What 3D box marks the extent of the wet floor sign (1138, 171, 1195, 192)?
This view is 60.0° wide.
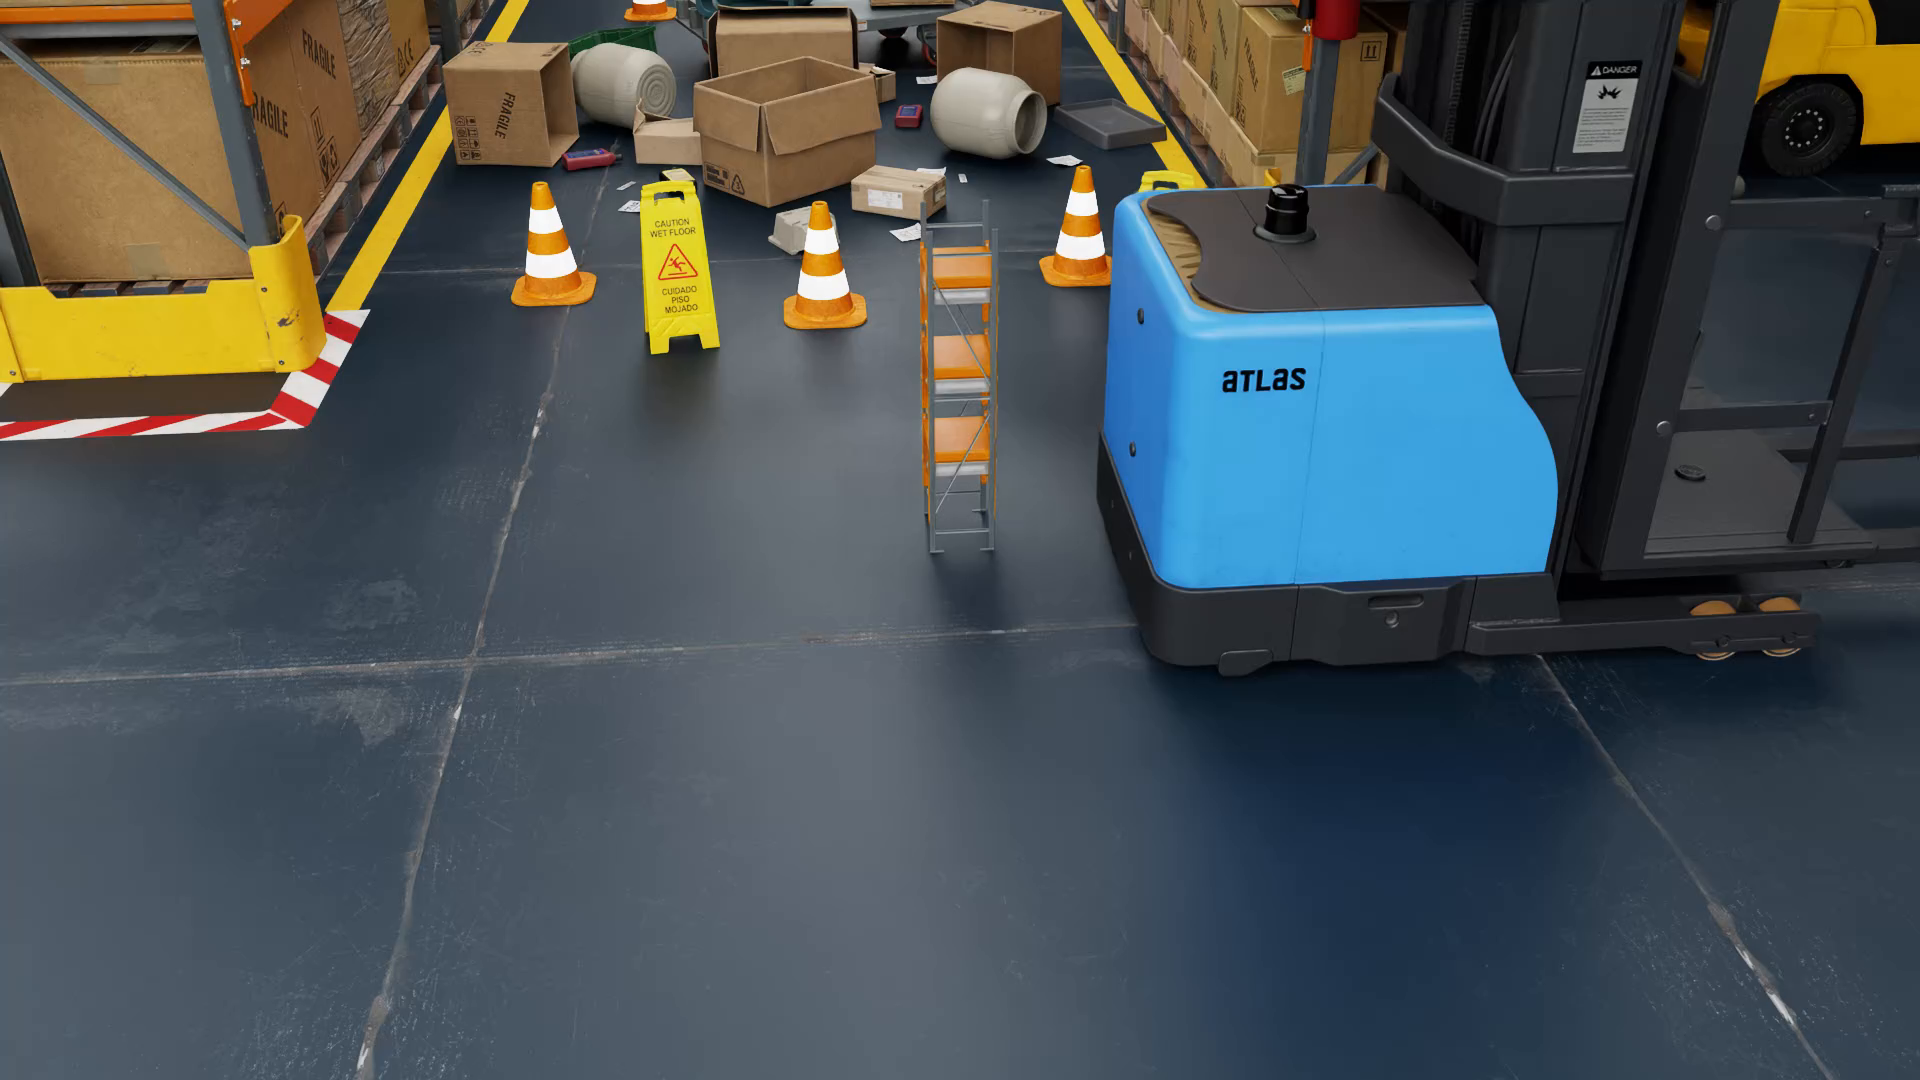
[{"bbox_3d":[0.798,-1.131,6.515,0.267,0.644,0.232,8,32,13],"label":"wet floor sign"}]

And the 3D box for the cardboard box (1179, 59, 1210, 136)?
[{"bbox_3d":[1.407,-2.222,8.316,0.500,0.250,0.500,-4,31,-6],"label":"cardboard box"}]

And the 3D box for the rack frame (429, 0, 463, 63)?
[{"bbox_3d":[-3.447,-4.044,9.095,1.000,3.000,0.127,-3,31,-5],"label":"rack frame"}]

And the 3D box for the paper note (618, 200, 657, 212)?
[{"bbox_3d":[-1.526,-1.587,7.879,0.144,0.017,0.142,8,32,13],"label":"paper note"}]

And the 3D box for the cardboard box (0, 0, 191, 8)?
[{"bbox_3d":[-3.153,-2.253,5.951,0.875,0.550,0.550,-3,31,-5],"label":"cardboard box"}]

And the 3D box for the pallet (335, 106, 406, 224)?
[{"bbox_3d":[-3.337,-1.830,8.109,1.003,0.211,1.213,-3,31,-5],"label":"pallet"}]

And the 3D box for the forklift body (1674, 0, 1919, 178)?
[{"bbox_3d":[4.793,-3.046,8.253,2.313,2.155,1.214,-3,31,-5],"label":"forklift body"}]

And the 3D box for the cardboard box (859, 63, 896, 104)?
[{"bbox_3d":[-0.589,-2.640,9.411,0.396,0.266,0.258,27,40,37],"label":"cardboard box"}]

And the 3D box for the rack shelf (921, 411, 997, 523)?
[{"bbox_3d":[-0.005,-0.230,5.174,0.215,0.259,0.240,-3,31,-5],"label":"rack shelf"}]

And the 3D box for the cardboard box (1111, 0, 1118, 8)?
[{"bbox_3d":[1.420,-3.652,10.593,0.950,0.372,0.625,-2,31,-4],"label":"cardboard box"}]

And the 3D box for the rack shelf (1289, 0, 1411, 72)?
[{"bbox_3d":[1.658,-3.003,8.053,1.077,0.370,4.000,-3,31,-5],"label":"rack shelf"}]

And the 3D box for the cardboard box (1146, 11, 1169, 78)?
[{"bbox_3d":[1.319,-2.746,9.194,0.500,0.250,0.500,-1,31,-2],"label":"cardboard box"}]

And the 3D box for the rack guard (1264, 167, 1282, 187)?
[{"bbox_3d":[1.838,-1.256,6.865,1.175,0.500,0.348,-3,31,-5],"label":"rack guard"}]

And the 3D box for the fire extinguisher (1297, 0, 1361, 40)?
[{"bbox_3d":[1.397,-2.177,6.044,0.296,0.674,0.183,-3,31,-5],"label":"fire extinguisher"}]

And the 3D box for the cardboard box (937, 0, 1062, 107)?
[{"bbox_3d":[0.217,-2.648,9.194,0.500,0.500,0.500,20,36,29],"label":"cardboard box"}]

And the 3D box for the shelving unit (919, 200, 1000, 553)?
[{"bbox_3d":[-0.005,-0.478,5.027,0.215,1.050,0.252,-3,31,-5],"label":"shelving unit"}]

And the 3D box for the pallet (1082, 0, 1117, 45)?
[{"bbox_3d":[1.397,-3.533,10.959,1.003,0.211,1.213,-3,31,-5],"label":"pallet"}]

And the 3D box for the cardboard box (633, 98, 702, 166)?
[{"bbox_3d":[-1.453,-2.081,8.475,0.396,0.266,0.258,2,31,4],"label":"cardboard box"}]

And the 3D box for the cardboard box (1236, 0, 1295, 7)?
[{"bbox_3d":[1.410,-2.471,7.370,0.380,0.149,0.250,-2,31,-3],"label":"cardboard box"}]

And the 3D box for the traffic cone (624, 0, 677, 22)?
[{"bbox_3d":[-2.069,-3.712,11.013,0.336,0.463,0.334,-3,31,-5],"label":"traffic cone"}]

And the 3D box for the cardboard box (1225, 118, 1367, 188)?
[{"bbox_3d":[1.500,-1.702,7.447,0.500,0.250,0.500,-3,31,-5],"label":"cardboard box"}]

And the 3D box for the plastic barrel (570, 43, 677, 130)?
[{"bbox_3d":[-1.814,-2.432,8.909,0.512,0.421,0.421,20,36,29],"label":"plastic barrel"}]

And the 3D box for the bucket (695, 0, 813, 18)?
[{"bbox_3d":[-1.139,-3.332,9.613,0.726,0.611,0.620,8,22,13],"label":"bucket"}]

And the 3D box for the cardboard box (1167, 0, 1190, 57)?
[{"bbox_3d":[1.366,-2.803,8.558,0.500,0.500,0.500,-1,31,-2],"label":"cardboard box"}]

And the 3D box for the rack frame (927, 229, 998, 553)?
[{"bbox_3d":[0.006,-0.416,4.922,0.200,1.050,0.008,-3,31,-5],"label":"rack frame"}]

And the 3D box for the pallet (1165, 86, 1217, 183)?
[{"bbox_3d":[1.687,-2.170,8.677,1.003,0.211,1.213,-3,31,-5],"label":"pallet"}]

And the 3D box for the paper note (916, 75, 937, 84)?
[{"bbox_3d":[-0.178,-2.706,9.750,0.148,0.019,0.142,-3,31,-5],"label":"paper note"}]

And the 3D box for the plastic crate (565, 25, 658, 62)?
[{"bbox_3d":[-2.127,-2.835,9.758,0.450,0.188,0.662,4,30,26],"label":"plastic crate"}]

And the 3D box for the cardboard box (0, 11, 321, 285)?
[{"bbox_3d":[-3.203,-1.613,6.687,0.875,0.875,0.875,-3,31,-4],"label":"cardboard box"}]

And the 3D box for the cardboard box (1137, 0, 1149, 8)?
[{"bbox_3d":[1.258,-3.340,9.458,0.500,0.500,0.500,-1,31,-2],"label":"cardboard box"}]

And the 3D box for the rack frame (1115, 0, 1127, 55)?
[{"bbox_3d":[1.472,-4.333,9.578,1.000,3.000,0.127,-3,31,-5],"label":"rack frame"}]

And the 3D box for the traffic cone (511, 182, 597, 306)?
[{"bbox_3d":[-1.709,-1.252,6.894,0.336,0.463,0.334,-3,31,-5],"label":"traffic cone"}]

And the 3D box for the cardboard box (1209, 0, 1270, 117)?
[{"bbox_3d":[1.459,-2.275,7.674,0.500,0.500,0.500,-2,31,-3],"label":"cardboard box"}]

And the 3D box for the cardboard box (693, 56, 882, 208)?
[{"bbox_3d":[-0.839,-1.994,8.098,0.637,0.503,0.797,27,40,37],"label":"cardboard box"}]

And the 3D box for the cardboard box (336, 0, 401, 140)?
[{"bbox_3d":[-3.370,-2.527,8.219,0.875,0.875,0.875,-3,31,-4],"label":"cardboard box"}]

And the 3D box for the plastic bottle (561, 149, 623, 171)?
[{"bbox_3d":[-1.862,-1.931,8.424,0.283,0.061,0.133,-14,33,-22],"label":"plastic bottle"}]

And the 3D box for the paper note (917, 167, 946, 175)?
[{"bbox_3d":[-0.155,-1.839,8.310,0.148,0.019,0.142,8,32,13],"label":"paper note"}]

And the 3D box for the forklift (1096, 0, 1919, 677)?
[{"bbox_3d":[1.985,-1.188,4.380,3.031,2.935,1.130,-3,31,-5],"label":"forklift"}]

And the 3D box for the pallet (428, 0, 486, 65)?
[{"bbox_3d":[-3.595,-3.237,10.464,1.003,0.211,1.213,-3,31,-5],"label":"pallet"}]

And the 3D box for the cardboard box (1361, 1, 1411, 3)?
[{"bbox_3d":[1.989,-2.316,7.743,0.500,0.500,0.500,-4,31,-6],"label":"cardboard box"}]

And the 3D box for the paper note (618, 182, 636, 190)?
[{"bbox_3d":[-1.633,-1.736,8.146,0.032,0.001,0.123,13,33,21],"label":"paper note"}]
